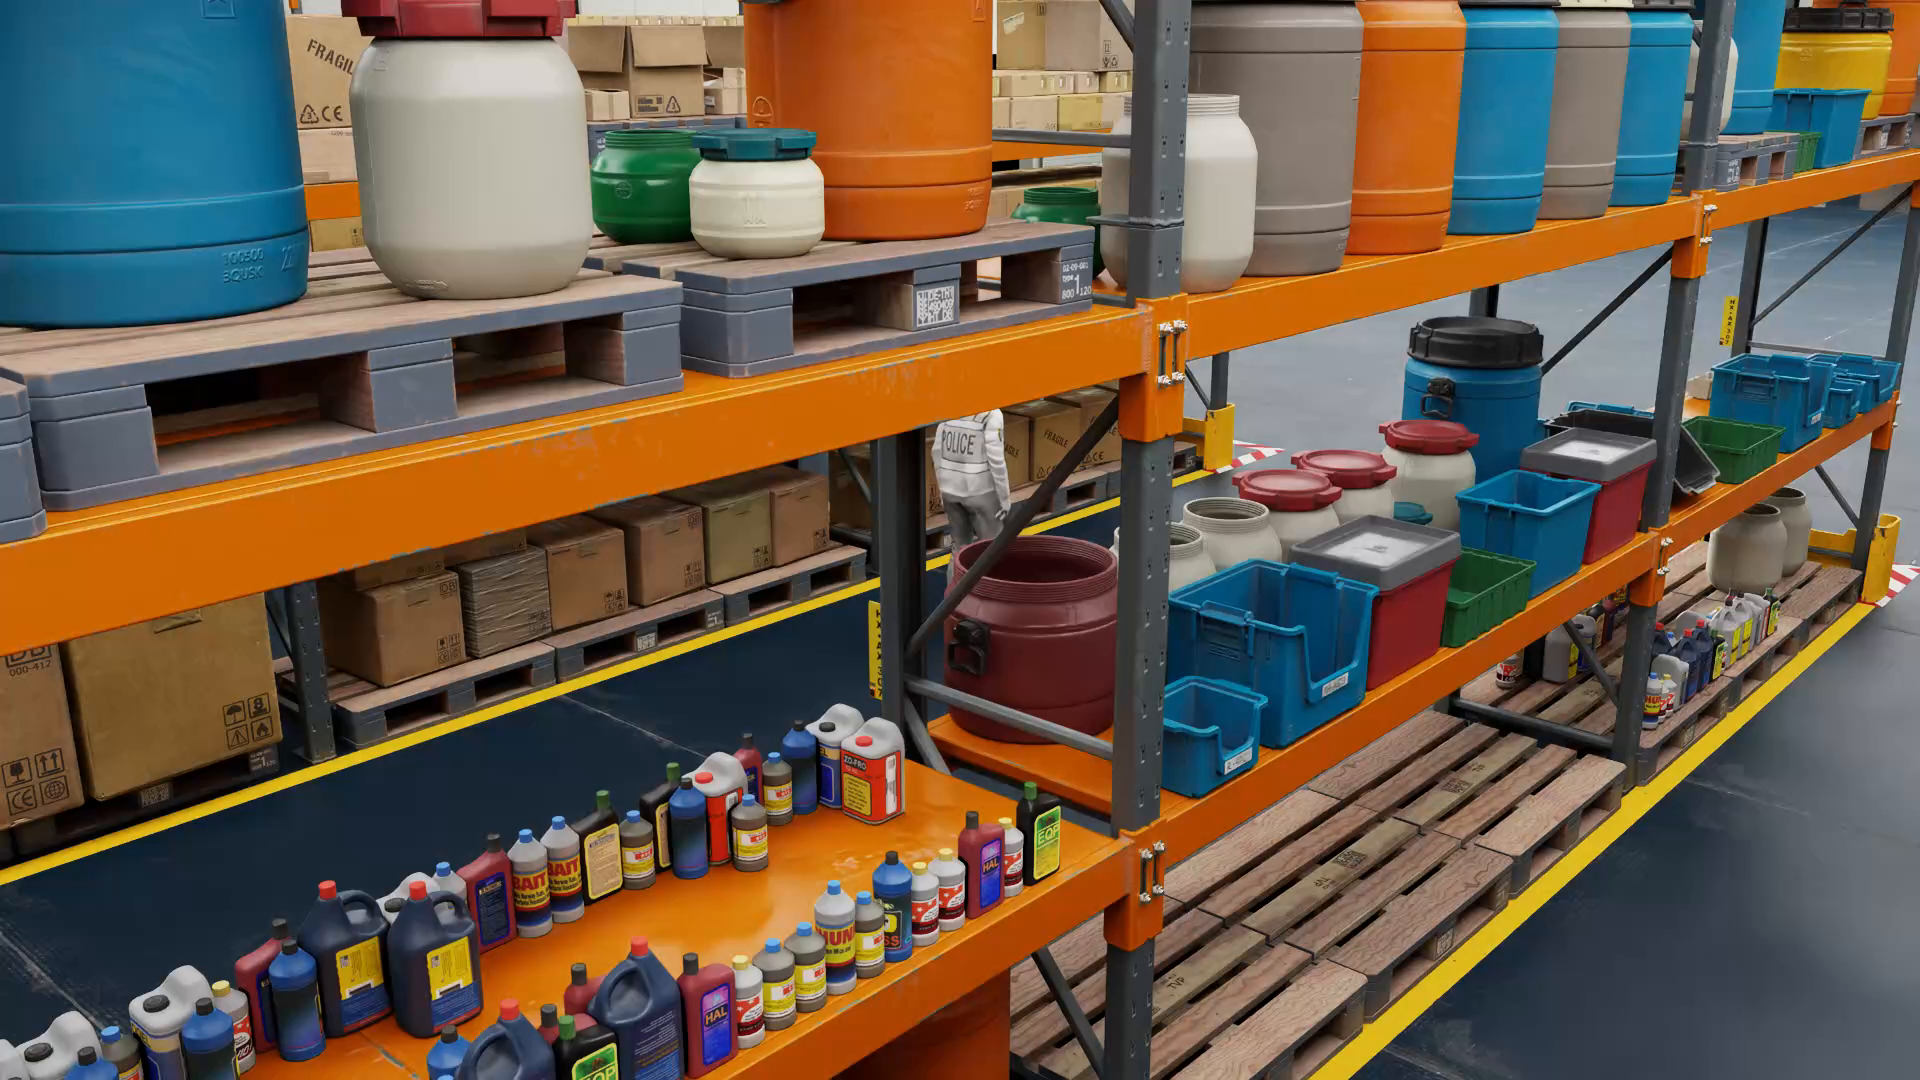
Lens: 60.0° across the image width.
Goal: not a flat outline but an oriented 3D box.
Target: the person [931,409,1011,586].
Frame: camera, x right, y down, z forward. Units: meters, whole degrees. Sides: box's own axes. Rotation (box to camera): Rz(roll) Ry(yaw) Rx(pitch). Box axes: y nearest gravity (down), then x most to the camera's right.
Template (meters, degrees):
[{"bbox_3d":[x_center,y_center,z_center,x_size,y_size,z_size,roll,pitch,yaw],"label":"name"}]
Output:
[{"bbox_3d":[0.078,-0.283,9.962,0.529,1.662,0.376,13,22,37],"label":"person"}]
